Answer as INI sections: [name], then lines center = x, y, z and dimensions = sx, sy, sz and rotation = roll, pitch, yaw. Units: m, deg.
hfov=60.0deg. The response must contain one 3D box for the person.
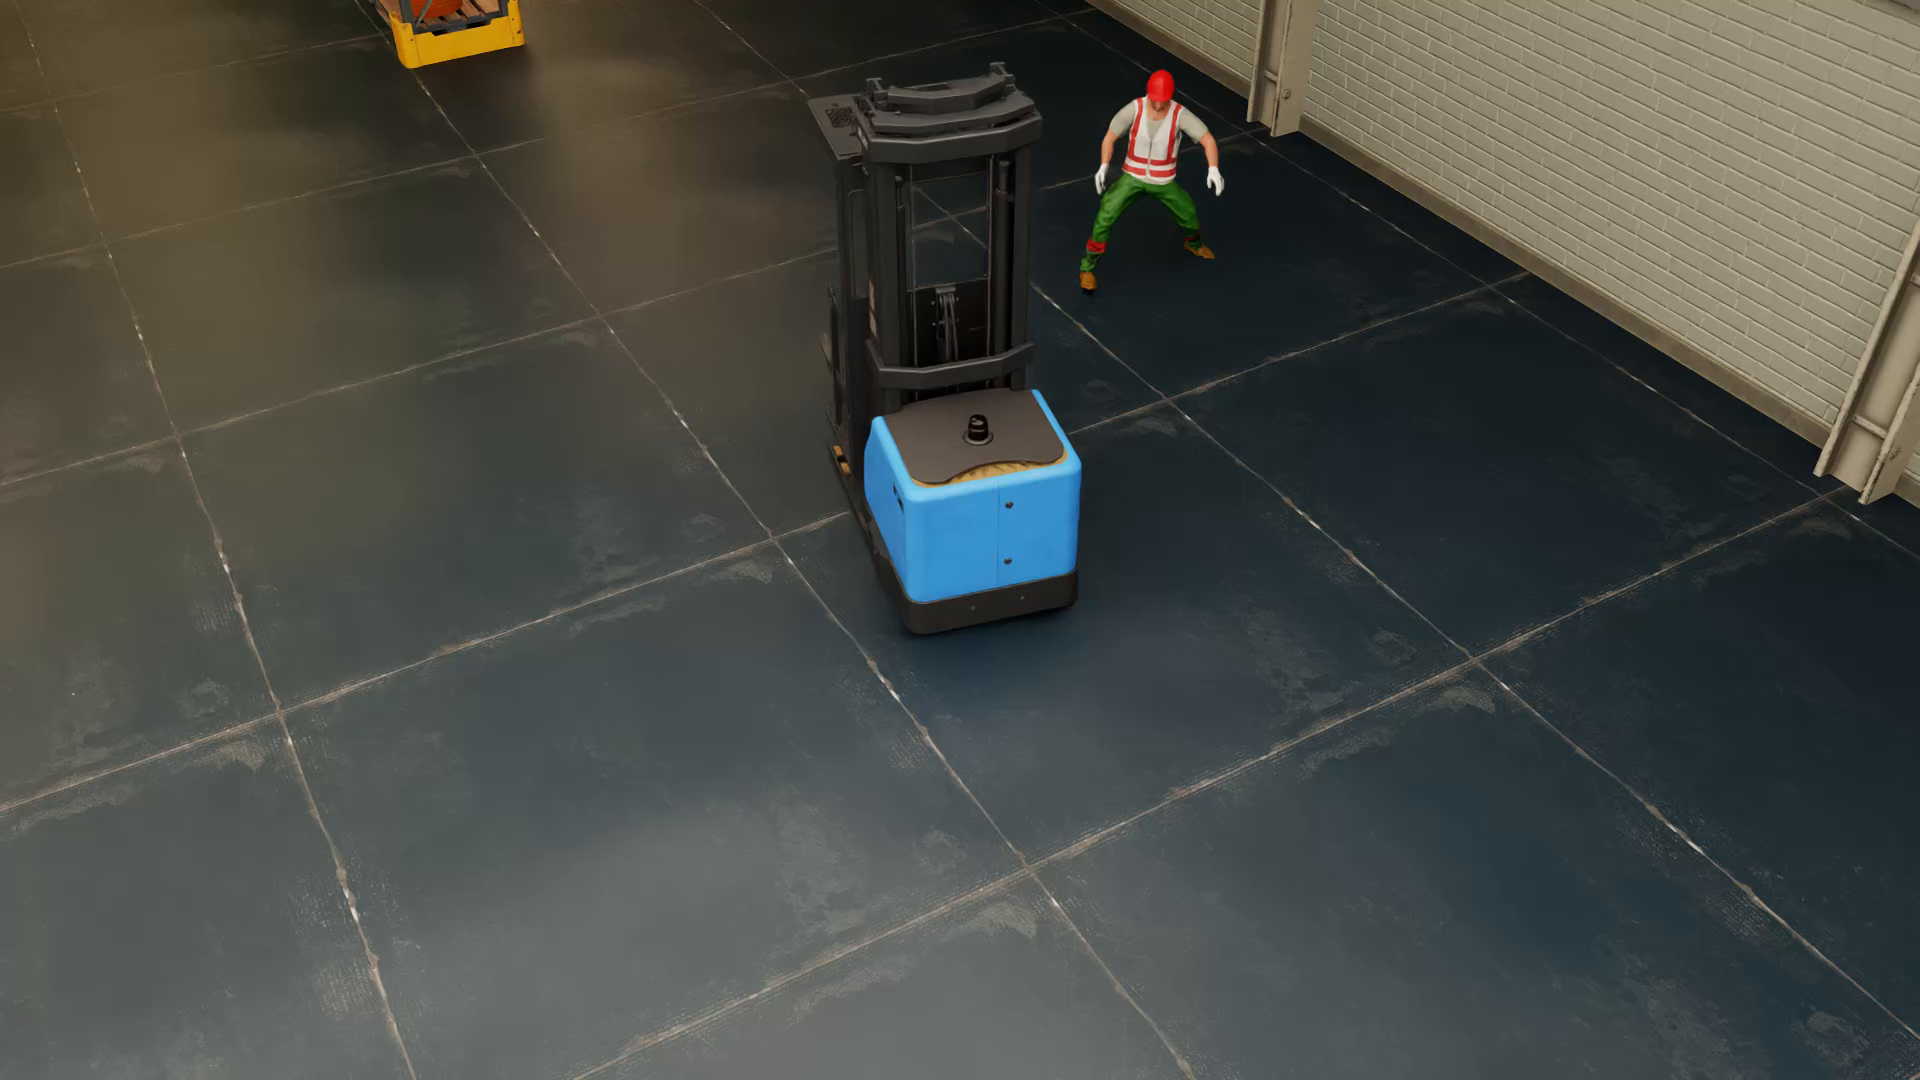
[person]
center = 1.457, -2.678, 12.337
dimensions = 1.011, 1.625, 0.943
rotation = 7, 40, 9

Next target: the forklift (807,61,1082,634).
[forklift]
center = -0.226, -1.534, 9.885
dimensions = 1.130, 2.935, 3.031
rotation = -11, 41, -13
